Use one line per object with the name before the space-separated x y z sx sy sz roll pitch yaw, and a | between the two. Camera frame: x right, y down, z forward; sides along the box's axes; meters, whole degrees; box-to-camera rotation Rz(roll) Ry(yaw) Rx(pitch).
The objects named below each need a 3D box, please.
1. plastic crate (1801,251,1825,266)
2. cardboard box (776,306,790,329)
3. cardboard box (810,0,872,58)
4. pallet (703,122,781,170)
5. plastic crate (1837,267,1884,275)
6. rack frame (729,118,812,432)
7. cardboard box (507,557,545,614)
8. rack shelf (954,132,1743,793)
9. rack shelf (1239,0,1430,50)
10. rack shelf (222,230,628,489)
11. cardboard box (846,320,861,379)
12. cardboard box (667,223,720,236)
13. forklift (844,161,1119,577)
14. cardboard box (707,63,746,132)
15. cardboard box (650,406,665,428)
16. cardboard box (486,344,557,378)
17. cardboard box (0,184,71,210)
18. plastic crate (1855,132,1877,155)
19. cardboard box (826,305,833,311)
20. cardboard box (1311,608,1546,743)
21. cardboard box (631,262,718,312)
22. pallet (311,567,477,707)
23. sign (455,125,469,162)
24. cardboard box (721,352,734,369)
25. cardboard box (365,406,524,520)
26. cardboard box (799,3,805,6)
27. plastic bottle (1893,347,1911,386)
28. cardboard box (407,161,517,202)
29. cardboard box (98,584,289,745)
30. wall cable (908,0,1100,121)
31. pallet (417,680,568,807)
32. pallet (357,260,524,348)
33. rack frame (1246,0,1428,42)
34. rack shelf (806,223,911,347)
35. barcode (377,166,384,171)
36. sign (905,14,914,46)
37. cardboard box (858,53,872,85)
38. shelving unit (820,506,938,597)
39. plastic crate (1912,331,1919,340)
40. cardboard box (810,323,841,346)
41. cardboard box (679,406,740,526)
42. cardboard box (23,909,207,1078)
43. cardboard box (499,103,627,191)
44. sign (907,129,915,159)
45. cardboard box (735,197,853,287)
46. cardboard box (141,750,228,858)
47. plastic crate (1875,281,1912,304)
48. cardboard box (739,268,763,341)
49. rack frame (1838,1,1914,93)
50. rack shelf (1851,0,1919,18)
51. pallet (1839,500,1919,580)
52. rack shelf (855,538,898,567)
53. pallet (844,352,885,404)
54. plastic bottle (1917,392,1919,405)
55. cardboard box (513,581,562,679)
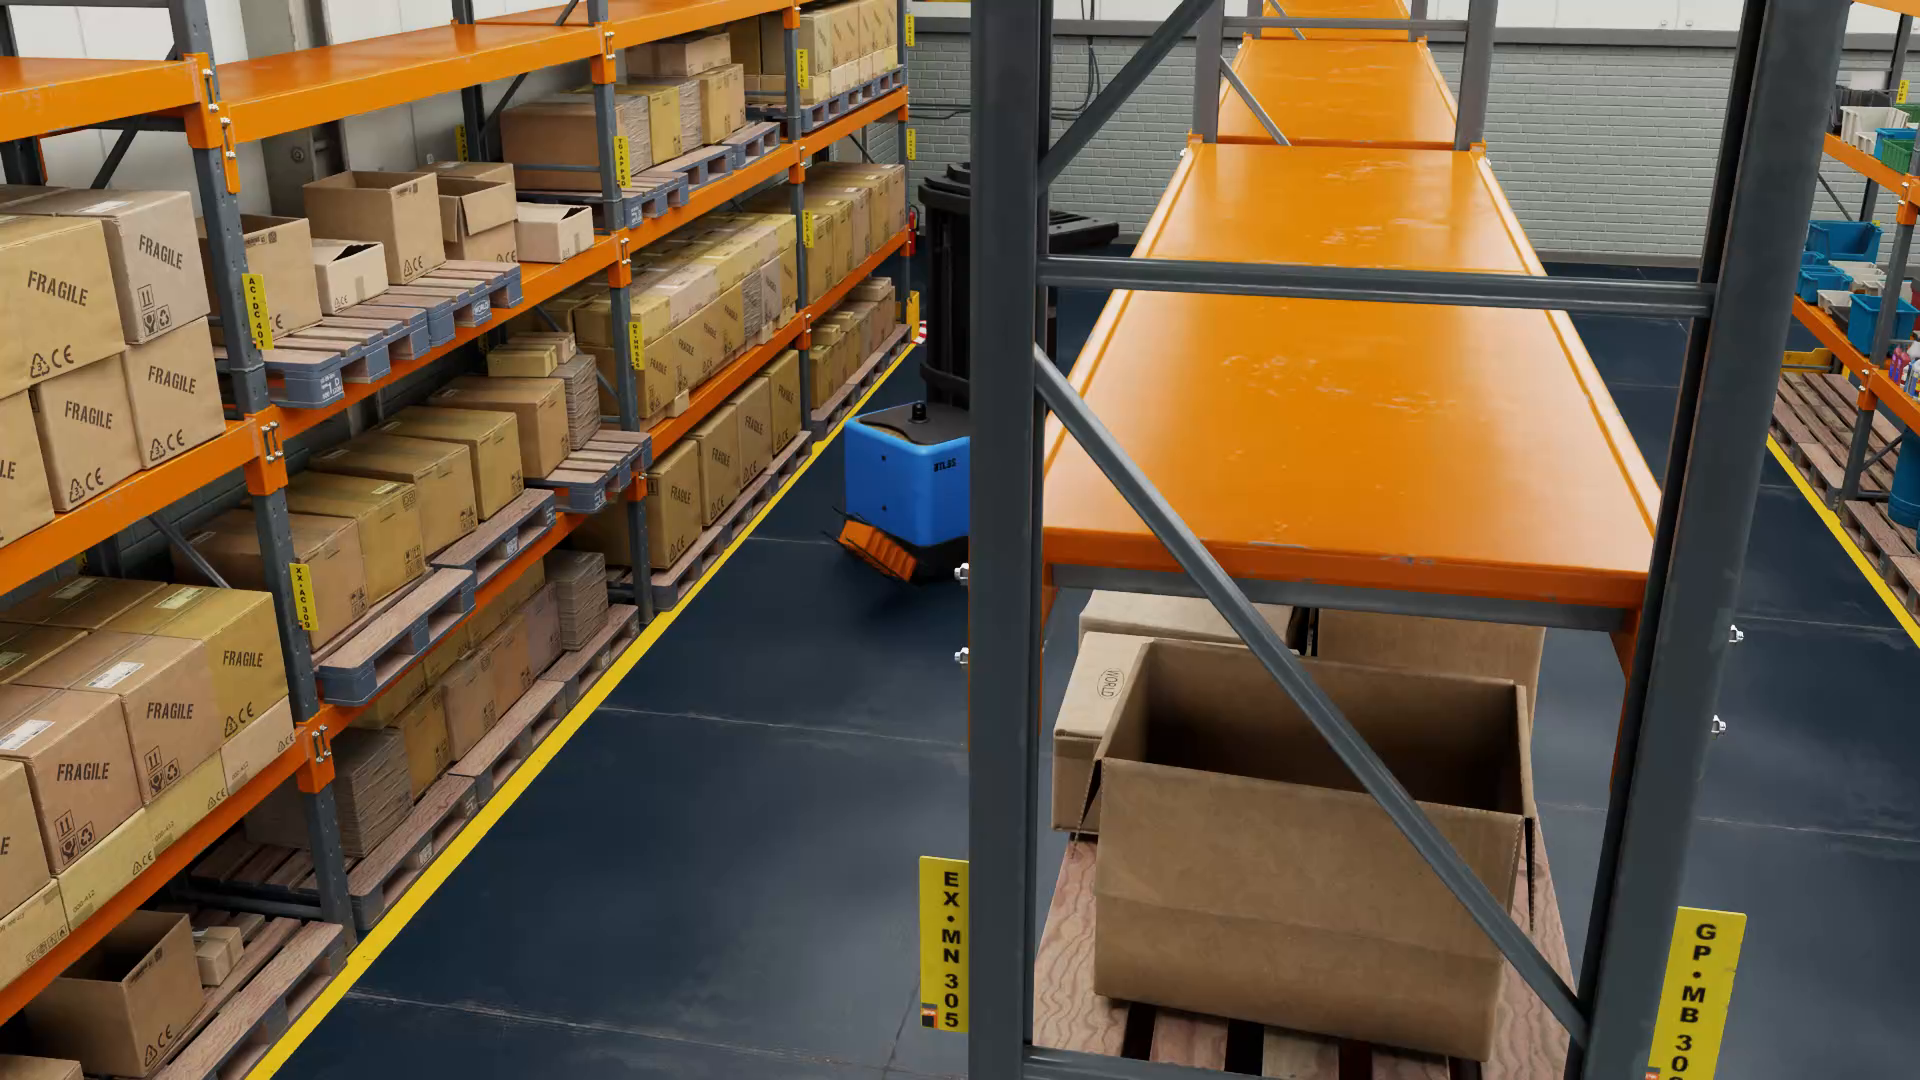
plastic crate | 8.120 -2.654 16.103 0.416 0.233 0.300 4 22 11
cardboard box | -1.708 -1.956 14.534 0.380 0.149 0.250 5 22 12
cardboard box | -1.164 -5.014 16.304 0.500 0.500 0.500 3 22 9
pallet | -2.026 -3.266 13.719 0.805 0.209 1.217 4 22 9
plastic crate | 8.565 -2.499 15.845 0.396 0.136 0.243 4 22 11
rack frame | -1.887 -2.302 15.085 1.000 3.000 0.127 4 22 11
cardboard box | -2.977 0.239 10.528 0.500 0.250 0.500 5 22 12
rack shelf | 0.922 -0.532 4.159 1.077 0.370 4.000 4 22 11
rack shelf | 2.555 -3.458 11.423 1.077 0.370 4.000 4 22 11
rack shelf | -3.112 -1.166 9.211 1.077 0.370 4.000 4 22 11
cardboard box | -1.422 -1.974 17.055 0.700 0.500 0.500 5 22 12
cardboard box | -2.337 -2.504 14.023 0.500 0.250 0.500 5 22 12
forklift | 0.538 -1.519 13.231 3.031 2.935 1.130 -18 28 -37
cardboard box | -2.175 -3.631 13.646 0.700 0.500 0.500 3 22 8
cardboard box | -2.350 -0.926 11.979 0.380 0.149 0.250 5 22 12
cardboard box | -2.796 -1.144 10.617 0.380 0.149 0.250 1 22 2
cardboard box | -3.900 -1.130 6.660 0.500 0.500 0.500 5 22 12
plastic crate | 7.698 -3.310 13.926 0.293 0.136 0.466 4 22 11
cardboard box | -1.543 -2.435 17.330 0.380 0.149 0.250 5 22 11
cardboard box | 1.121 0.179 4.027 0.500 0.500 0.500 4 22 11
cardboard box | -2.151 -1.907 12.541 0.500 0.250 0.500 5 22 11
pallet | -3.221 0.444 8.523 1.003 0.211 1.213 4 22 11
sign | -3.245 -2.553 10.894 0.100 0.325 0.005 4 22 11
cardboard box | -2.047 -1.492 13.384 0.380 0.149 0.250 5 23 13
cardboard box | -3.022 -0.460 9.788 0.700 0.500 0.500 4 22 11
cardboard box | -1.783 -4.868 15.943 0.500 0.500 0.500 4 22 9
plastic bottle | 7.291 -1.343 12.859 0.061 0.283 0.133 4 22 11
cardboard box | -3.076 -2.041 10.260 0.500 0.500 0.500 4 22 11
cardboard box | -3.314 0.532 7.217 0.500 0.500 0.500 4 22 11
wall cable | 0.433 -7.149 23.246 3.097 2.526 0.112 4 22 11
pallet | -3.116 1.185 10.160 1.003 0.211 1.213 4 22 11
pallet | -3.081 -1.278 8.778 1.213 0.211 1.003 4 22 11
rack frame | 2.147 -3.246 9.398 1.000 3.000 0.127 4 22 11
rack shelf | -1.479 -2.700 17.036 1.077 0.370 4.000 4 22 11
barcode | -3.433 -2.182 9.861 0.001 0.075 0.075 4 22 11
sign | -0.543 -5.484 17.891 0.100 0.325 0.005 4 22 11
cardboard box | -1.167 -4.659 16.427 0.500 0.250 0.500 4 22 9
shelving unit | -0.566 0.094 11.915 0.258 0.189 1.200 15 -14 33
plastic crate | 8.046 -1.612 13.644 0.396 0.136 0.243 4 22 11
cardboard box | -1.386 -2.016 16.289 0.380 0.149 0.250 5 23 13
cardboard box | -2.240 -0.616 13.213 0.750 0.750 0.750 4 22 11
cardboard box | -3.692 1.961 7.256 0.500 0.500 0.500 3 22 7
cardboard box | -2.663 -2.660 11.235 0.700 0.500 0.500 3 22 7
sign | -0.543 -4.366 18.342 0.100 0.325 0.005 4 22 11
cardboard box | -1.606 -2.905 16.181 0.980 0.700 0.700 4 22 10
cardboard box | -3.430 1.062 6.907 0.500 0.250 0.500 5 22 11
plastic crate | 8.303 -2.064 14.573 0.437 0.282 0.530 4 22 11
cardboard box | -1.940 -1.938 13.621 0.500 0.500 0.500 4 22 11
rack frame | 8.627 -5.793 15.722 1.000 3.000 0.127 4 22 11
rack shelf | 8.219 -4.542 14.115 1.077 0.370 4.000 4 22 11
pallet | 7.613 0.025 13.038 1.003 0.211 1.213 4 22 11
rack shelf | -0.600 0.066 11.854 0.258 0.180 0.103 15 -14 33
pallet | -1.409 -1.729 17.393 1.003 0.211 1.213 4 22 11
plastic bottle | 7.199 -1.105 12.378 0.097 0.201 0.097 0 22 0
cardboard box | -3.018 0.563 10.728 0.700 0.500 0.500 4 22 11
